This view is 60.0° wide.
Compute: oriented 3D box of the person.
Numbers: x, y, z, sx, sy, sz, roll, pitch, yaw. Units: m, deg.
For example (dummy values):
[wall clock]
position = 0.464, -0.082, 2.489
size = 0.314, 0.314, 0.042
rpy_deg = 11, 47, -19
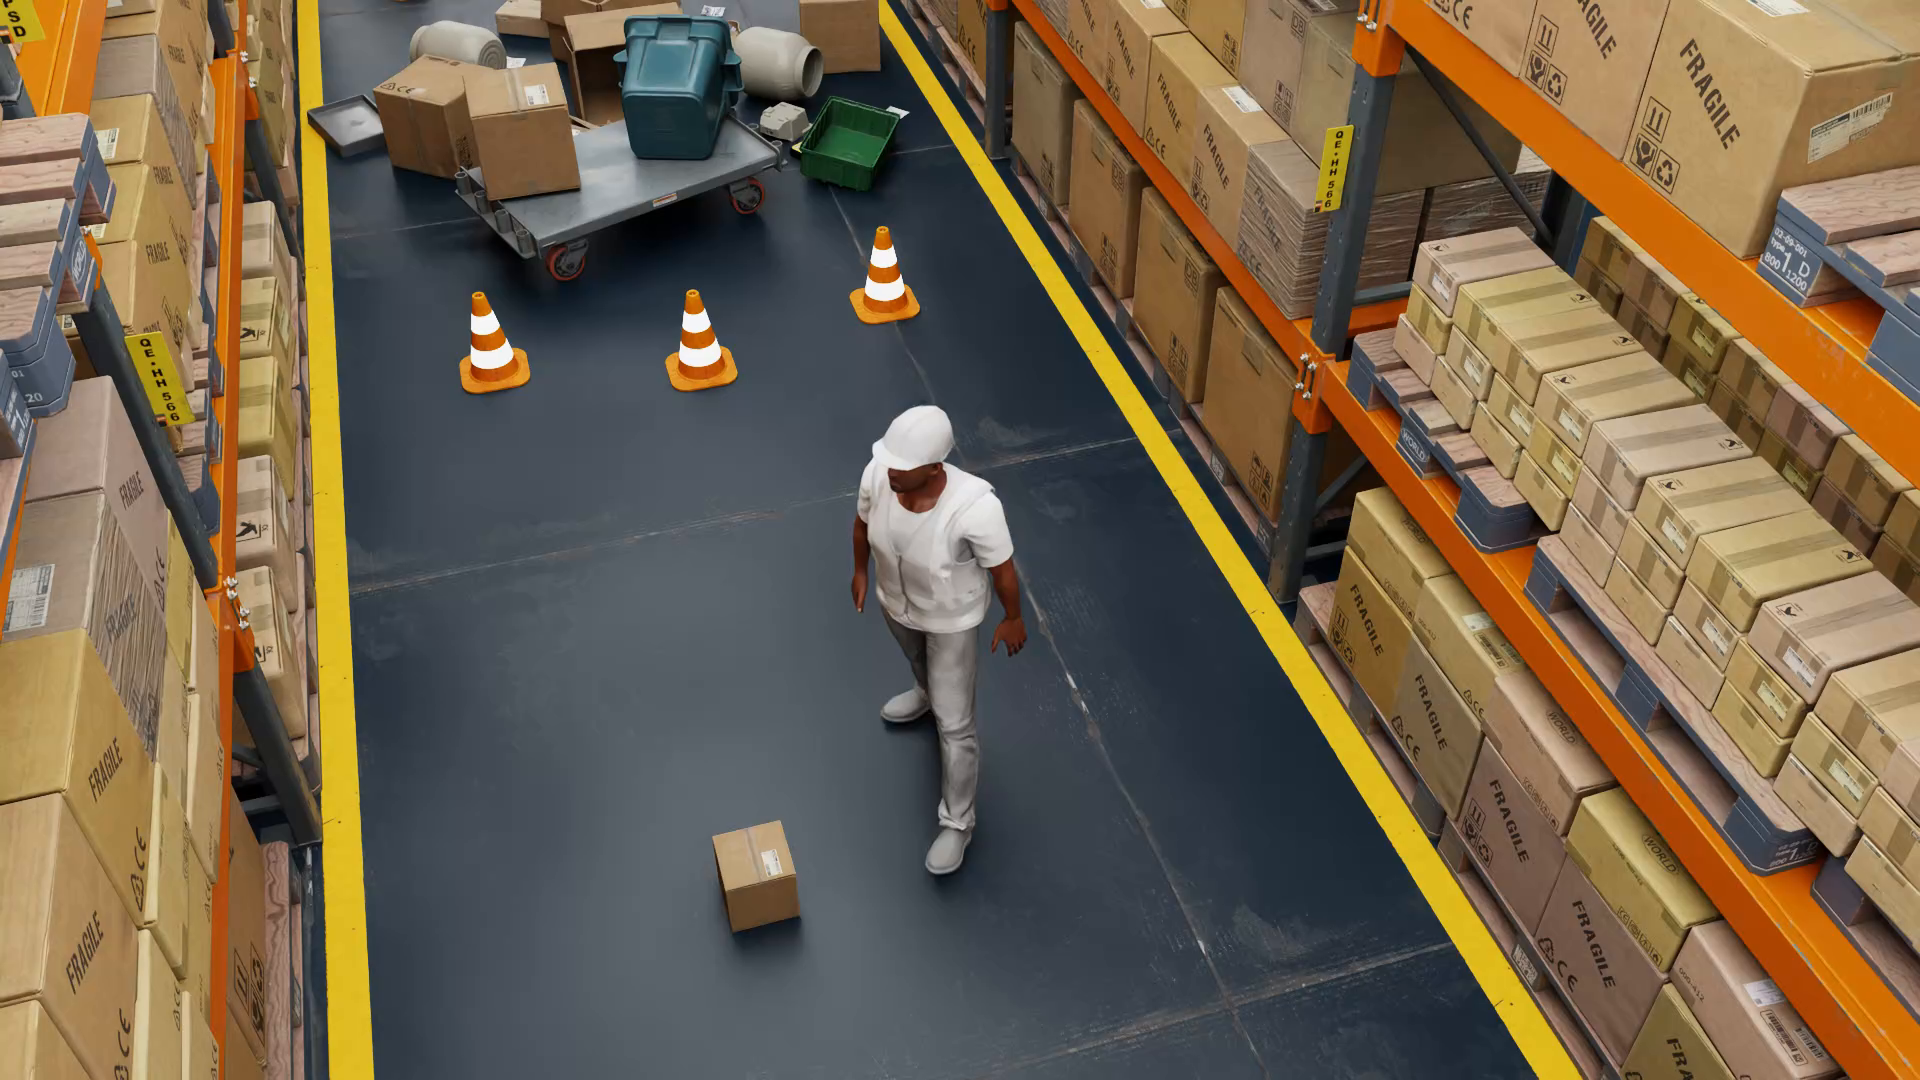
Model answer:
[person]
position = -0.124, 0.276, 5.832
size = 0.776, 1.728, 0.838
rpy_deg = 27, 48, 26
